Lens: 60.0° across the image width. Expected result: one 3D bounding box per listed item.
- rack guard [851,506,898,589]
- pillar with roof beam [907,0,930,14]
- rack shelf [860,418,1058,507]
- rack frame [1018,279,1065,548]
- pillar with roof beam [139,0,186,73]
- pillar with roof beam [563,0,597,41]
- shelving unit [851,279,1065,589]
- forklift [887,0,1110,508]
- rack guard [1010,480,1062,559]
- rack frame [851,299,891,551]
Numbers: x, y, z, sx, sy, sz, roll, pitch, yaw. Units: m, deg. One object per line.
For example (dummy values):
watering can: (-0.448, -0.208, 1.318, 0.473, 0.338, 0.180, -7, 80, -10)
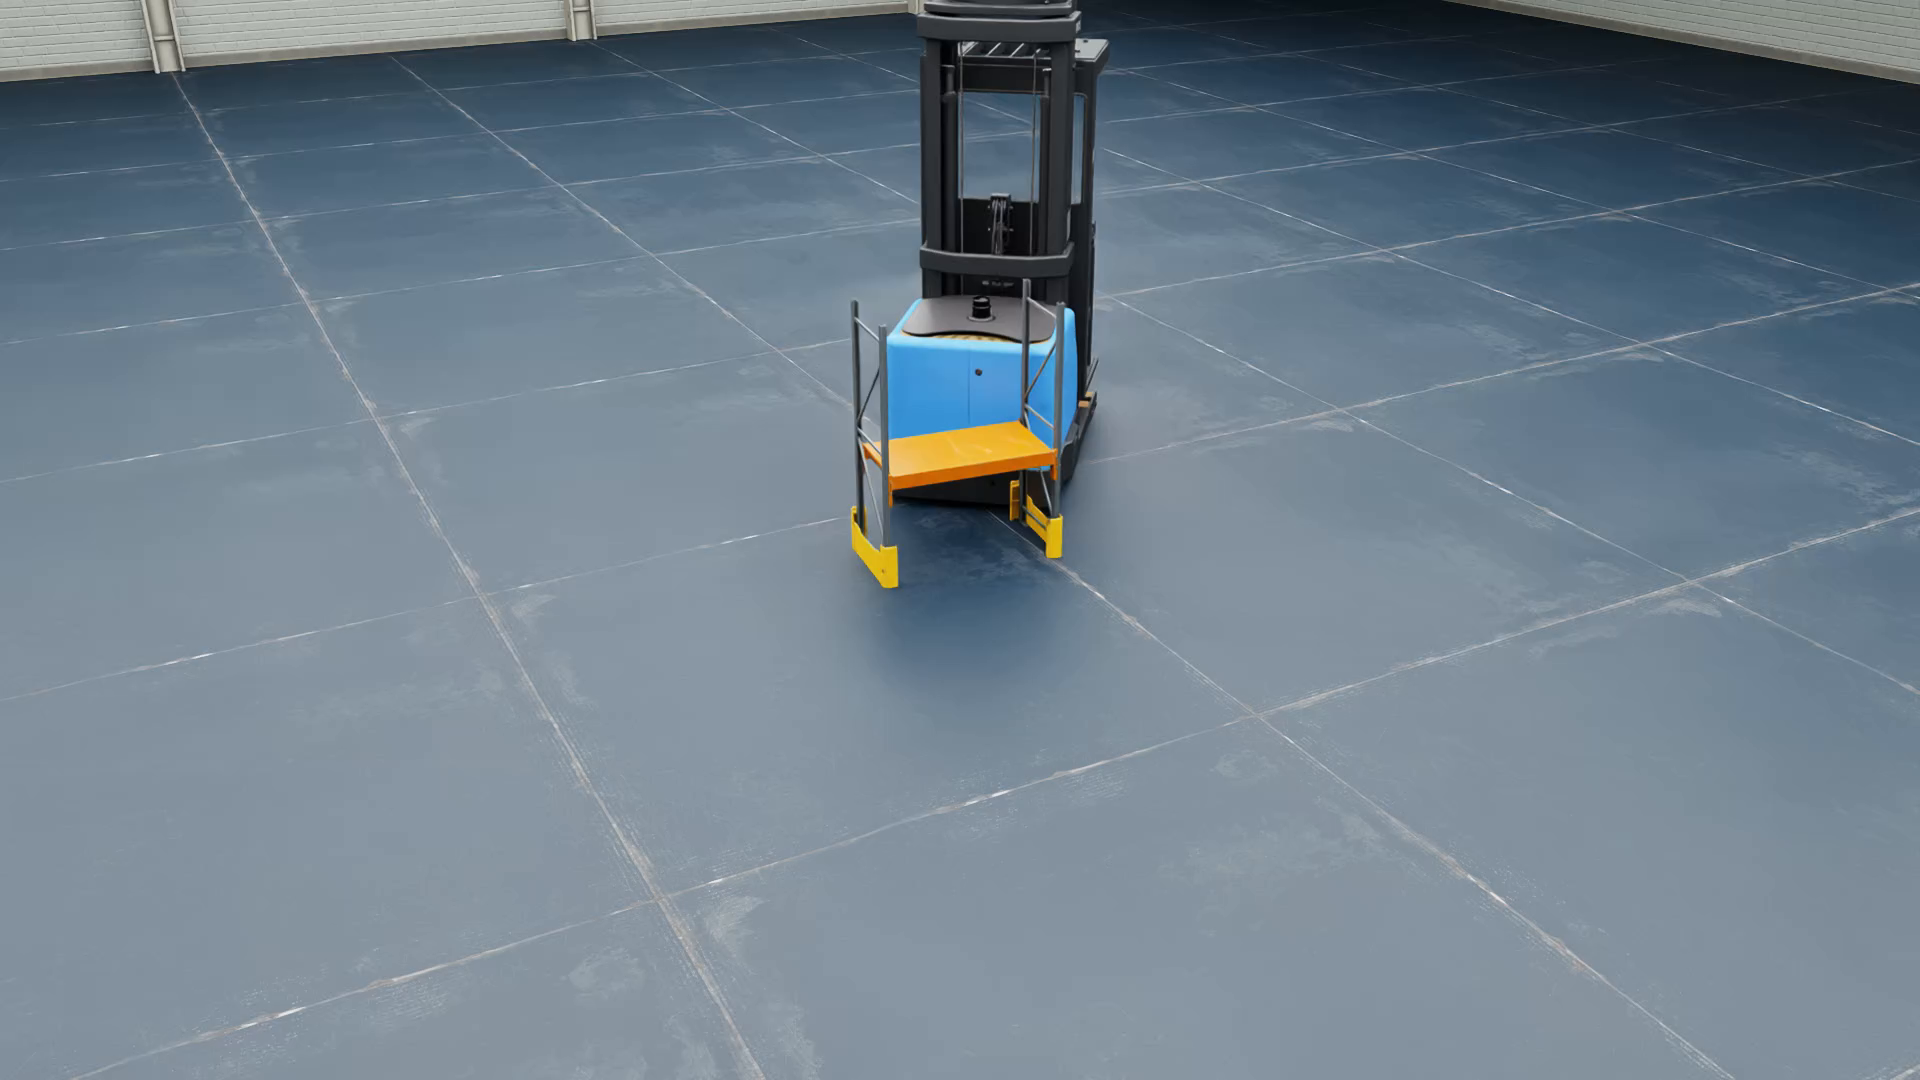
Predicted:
rack guard: (-0.484, 0.037, 9.385, 0.087, 0.250, 0.587, -10, 27, -20)
pillar with roof beam: (1.362, -11.544, 23.397, 0.400, 9.000, 9.100, -13, 29, -25)
rack shelf: (-0.013, -0.446, 9.362, 1.000, 0.185, 0.538, -10, 27, -20)
rack frame: (0.458, -0.690, 9.455, 0.032, 1.500, 0.500, -10, 27, -20)
pillar with roof beam: (-9.227, -9.100, 18.307, 0.400, 9.000, 9.100, -13, 29, -25)
pillar with roof beam: (-3.933, -10.322, 20.852, 0.400, 9.000, 9.100, -13, 29, -25)
shelving unit: (-0.022, -0.607, 9.281, 1.083, 1.500, 0.587, -10, 27, -20)
forklift: (0.343, -2.129, 10.798, 1.130, 2.935, 3.031, 5, 26, 10)
rack guard: (0.440, -0.124, 9.719, 0.087, 0.250, 0.587, -10, 27, -20)
rack frame: (-0.485, -0.526, 9.114, 0.032, 1.500, 0.500, -10, 27, -20)
